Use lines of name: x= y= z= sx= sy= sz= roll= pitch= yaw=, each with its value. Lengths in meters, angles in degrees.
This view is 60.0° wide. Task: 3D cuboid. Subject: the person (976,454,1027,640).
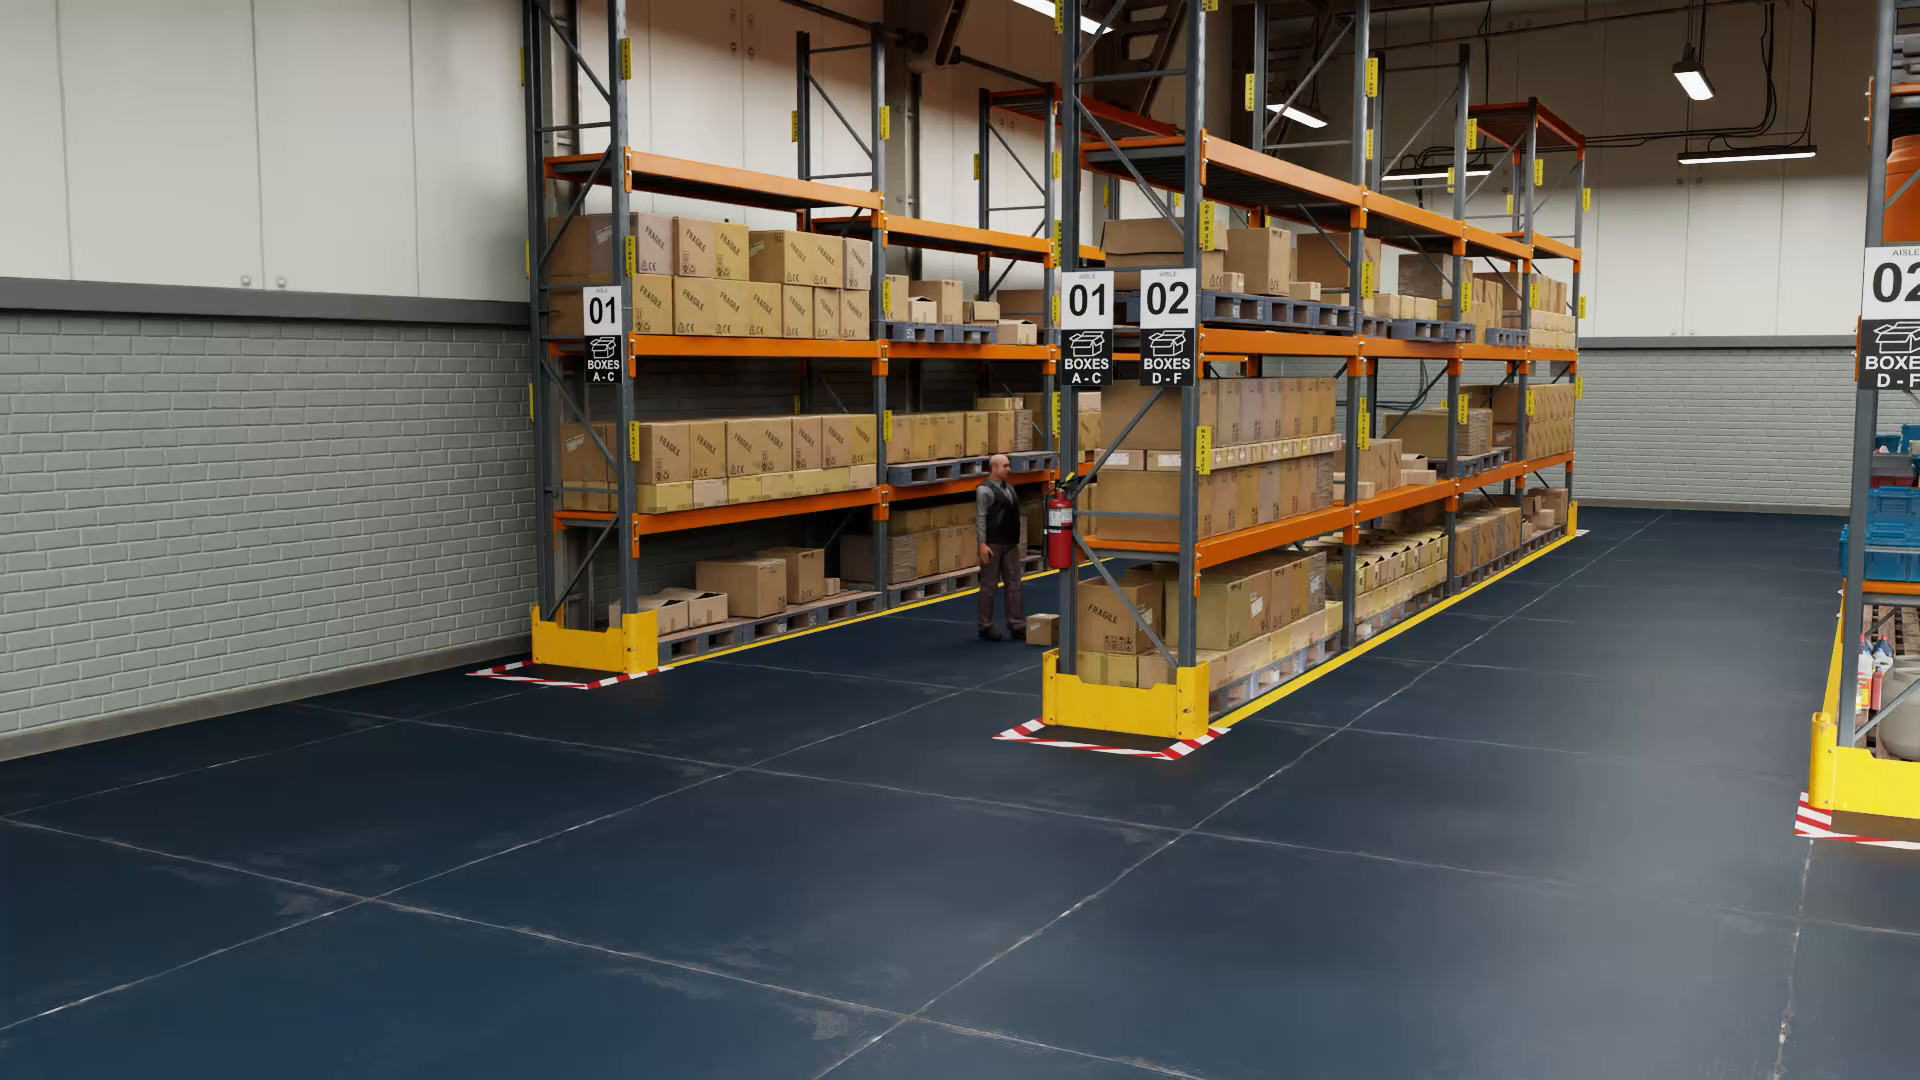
person: x=0.397 y=0.109 z=15.490 sx=0.512 sy=1.640 sz=0.601 roll=5 pitch=8 yaw=39
